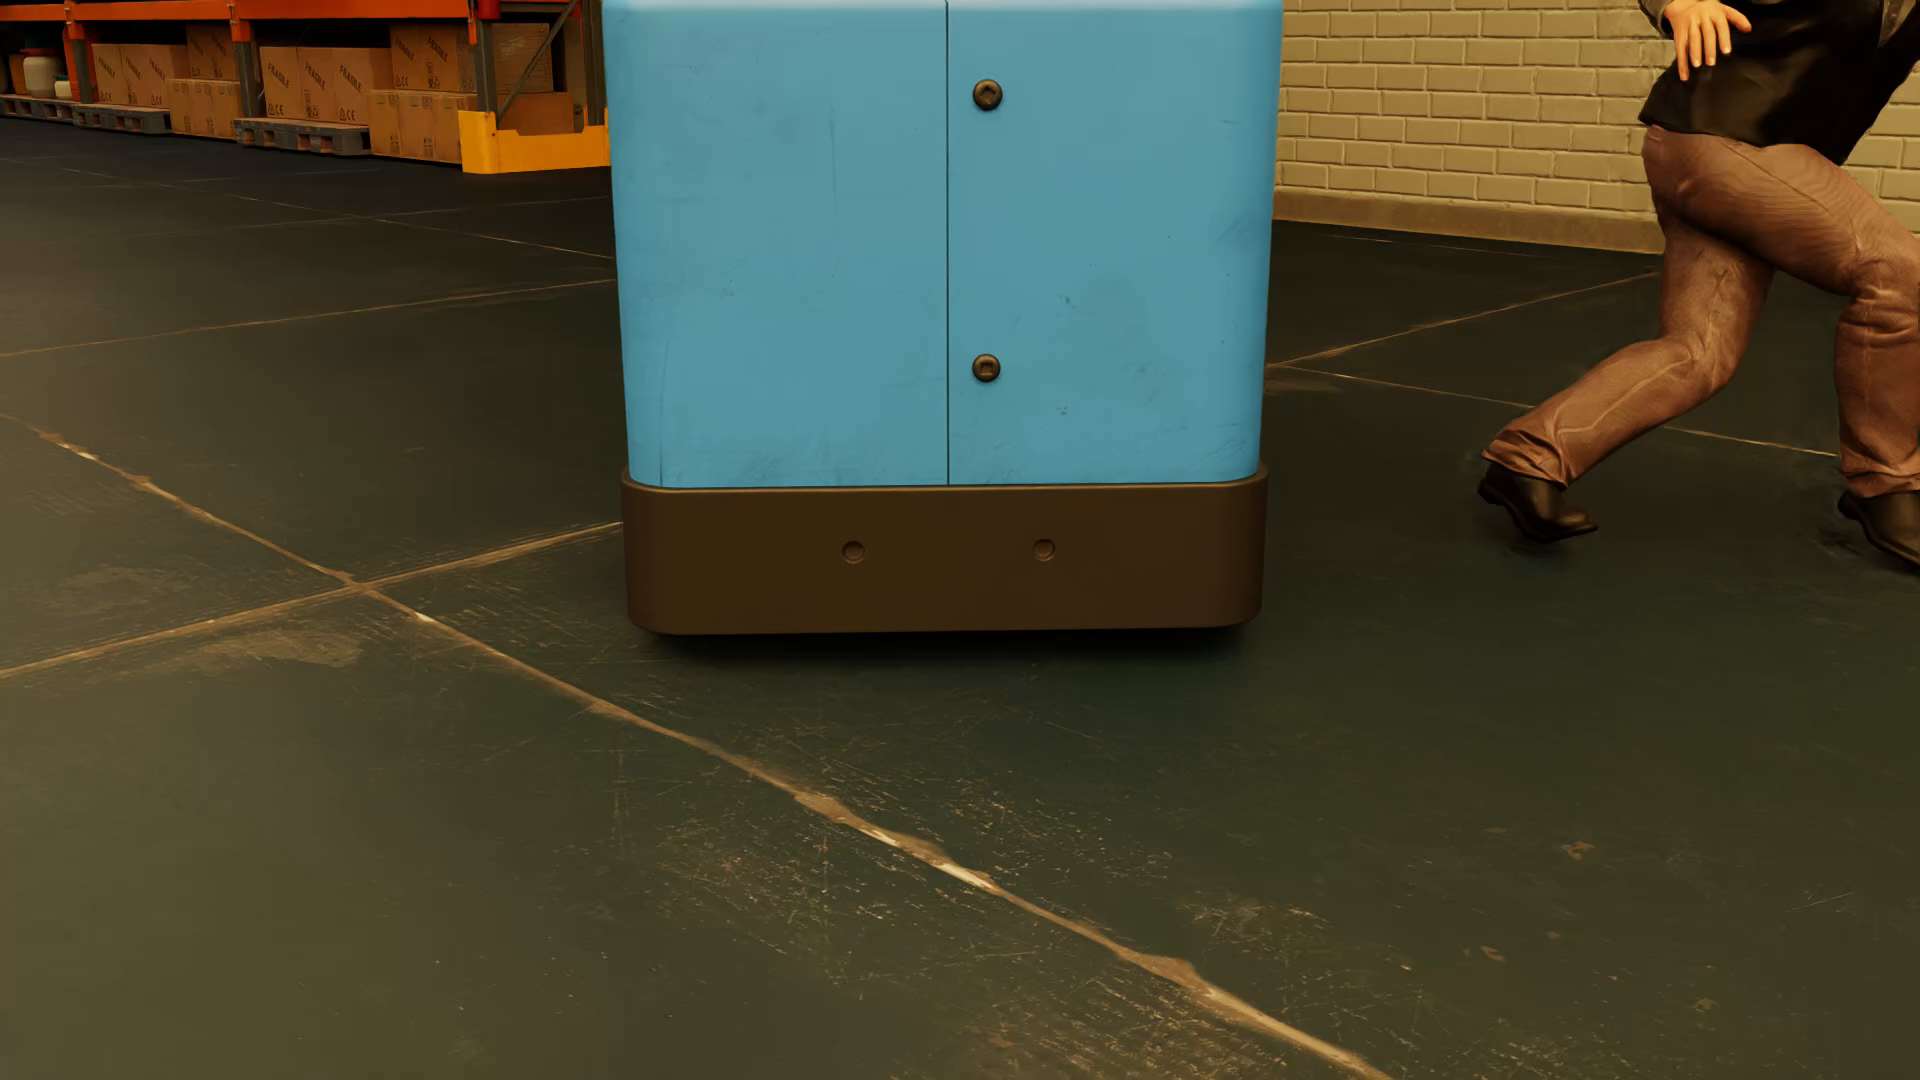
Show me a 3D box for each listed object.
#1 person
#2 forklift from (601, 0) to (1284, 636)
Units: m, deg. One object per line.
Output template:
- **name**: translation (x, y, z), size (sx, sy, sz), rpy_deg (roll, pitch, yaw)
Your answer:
- **person**: translation (1.624, -0.677, 3.076), size (0.943, 1.495, 1.003), rpy_deg (-14, 22, -37)
- **forklift**: translation (-0.081, -1.630, 3.705), size (1.130, 2.935, 3.031), rpy_deg (-1, 17, -2)
